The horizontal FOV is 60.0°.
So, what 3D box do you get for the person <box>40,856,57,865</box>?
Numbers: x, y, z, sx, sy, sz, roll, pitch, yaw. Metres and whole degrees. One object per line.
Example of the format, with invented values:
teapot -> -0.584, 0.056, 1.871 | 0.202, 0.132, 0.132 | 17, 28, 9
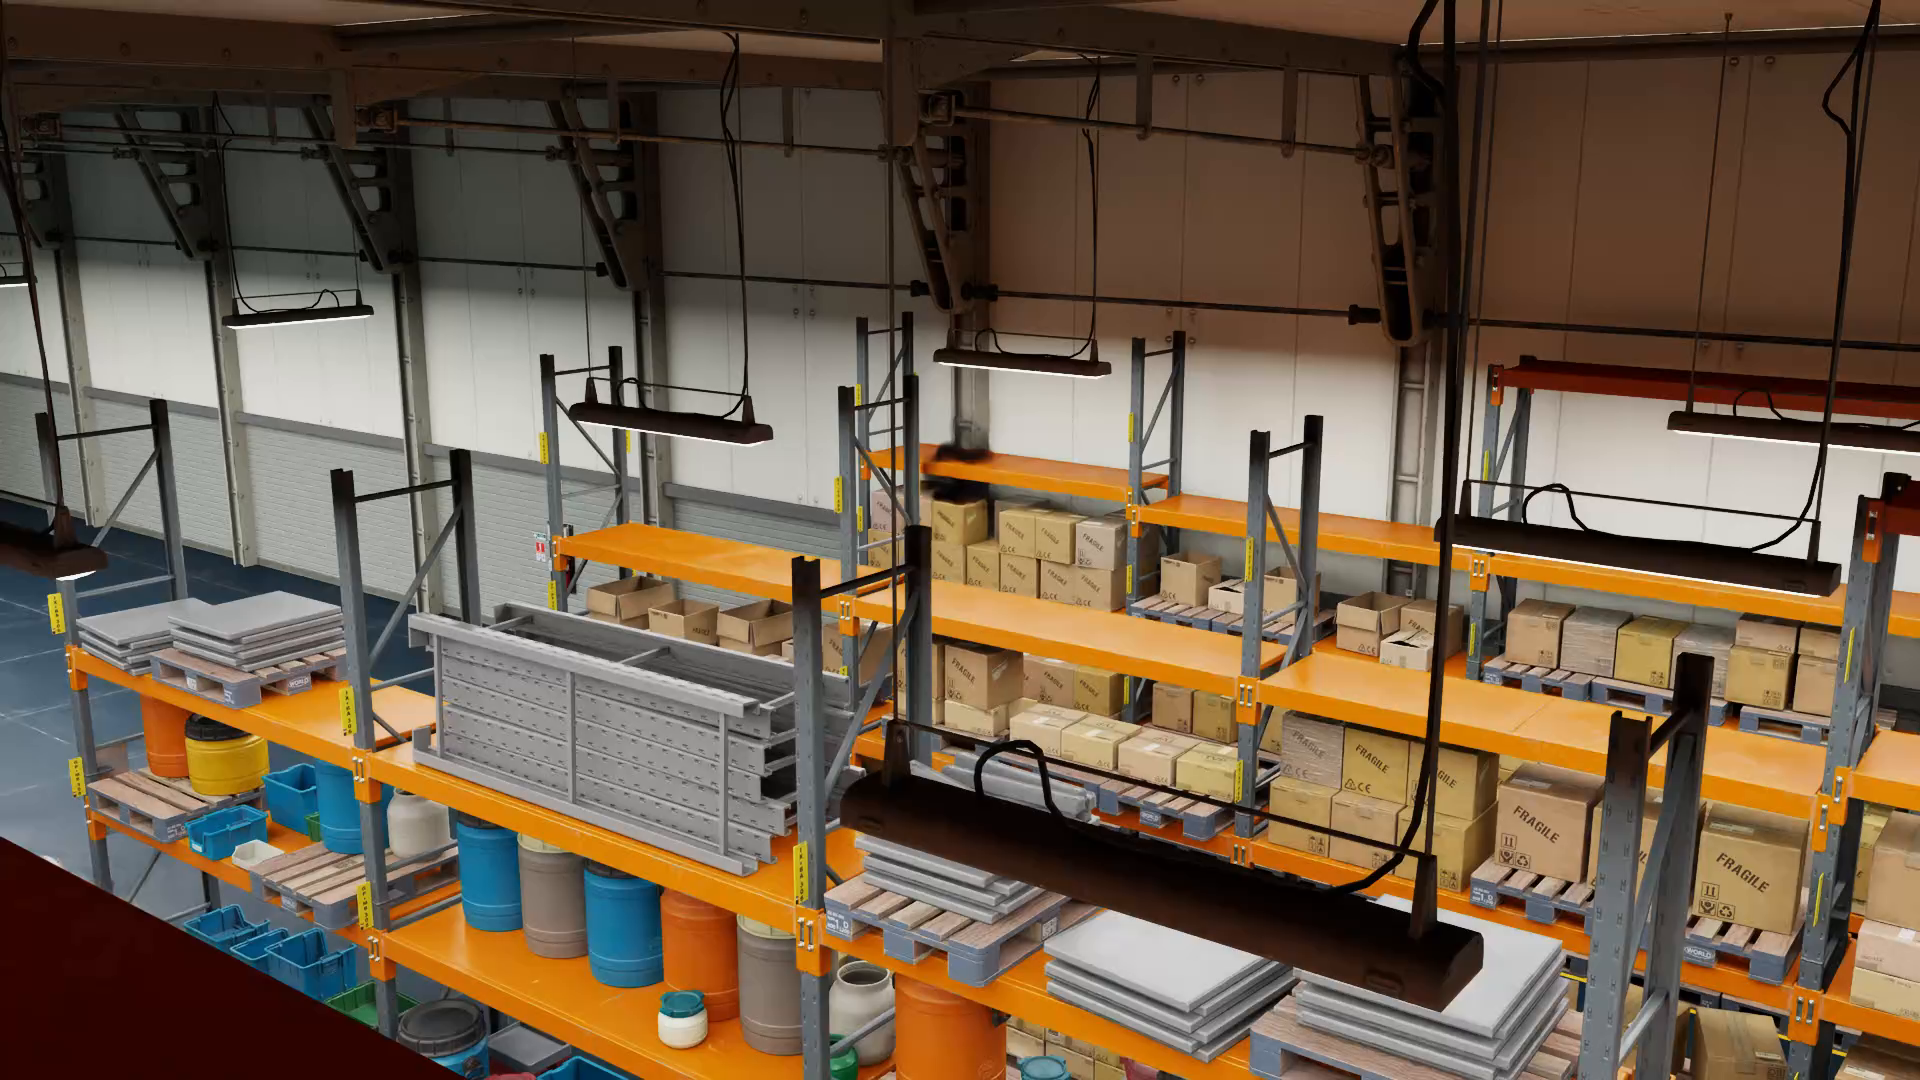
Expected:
person -> -8.388, 3.740, 15.389 | 0.620, 1.753, 0.723 | -5, 14, -21
